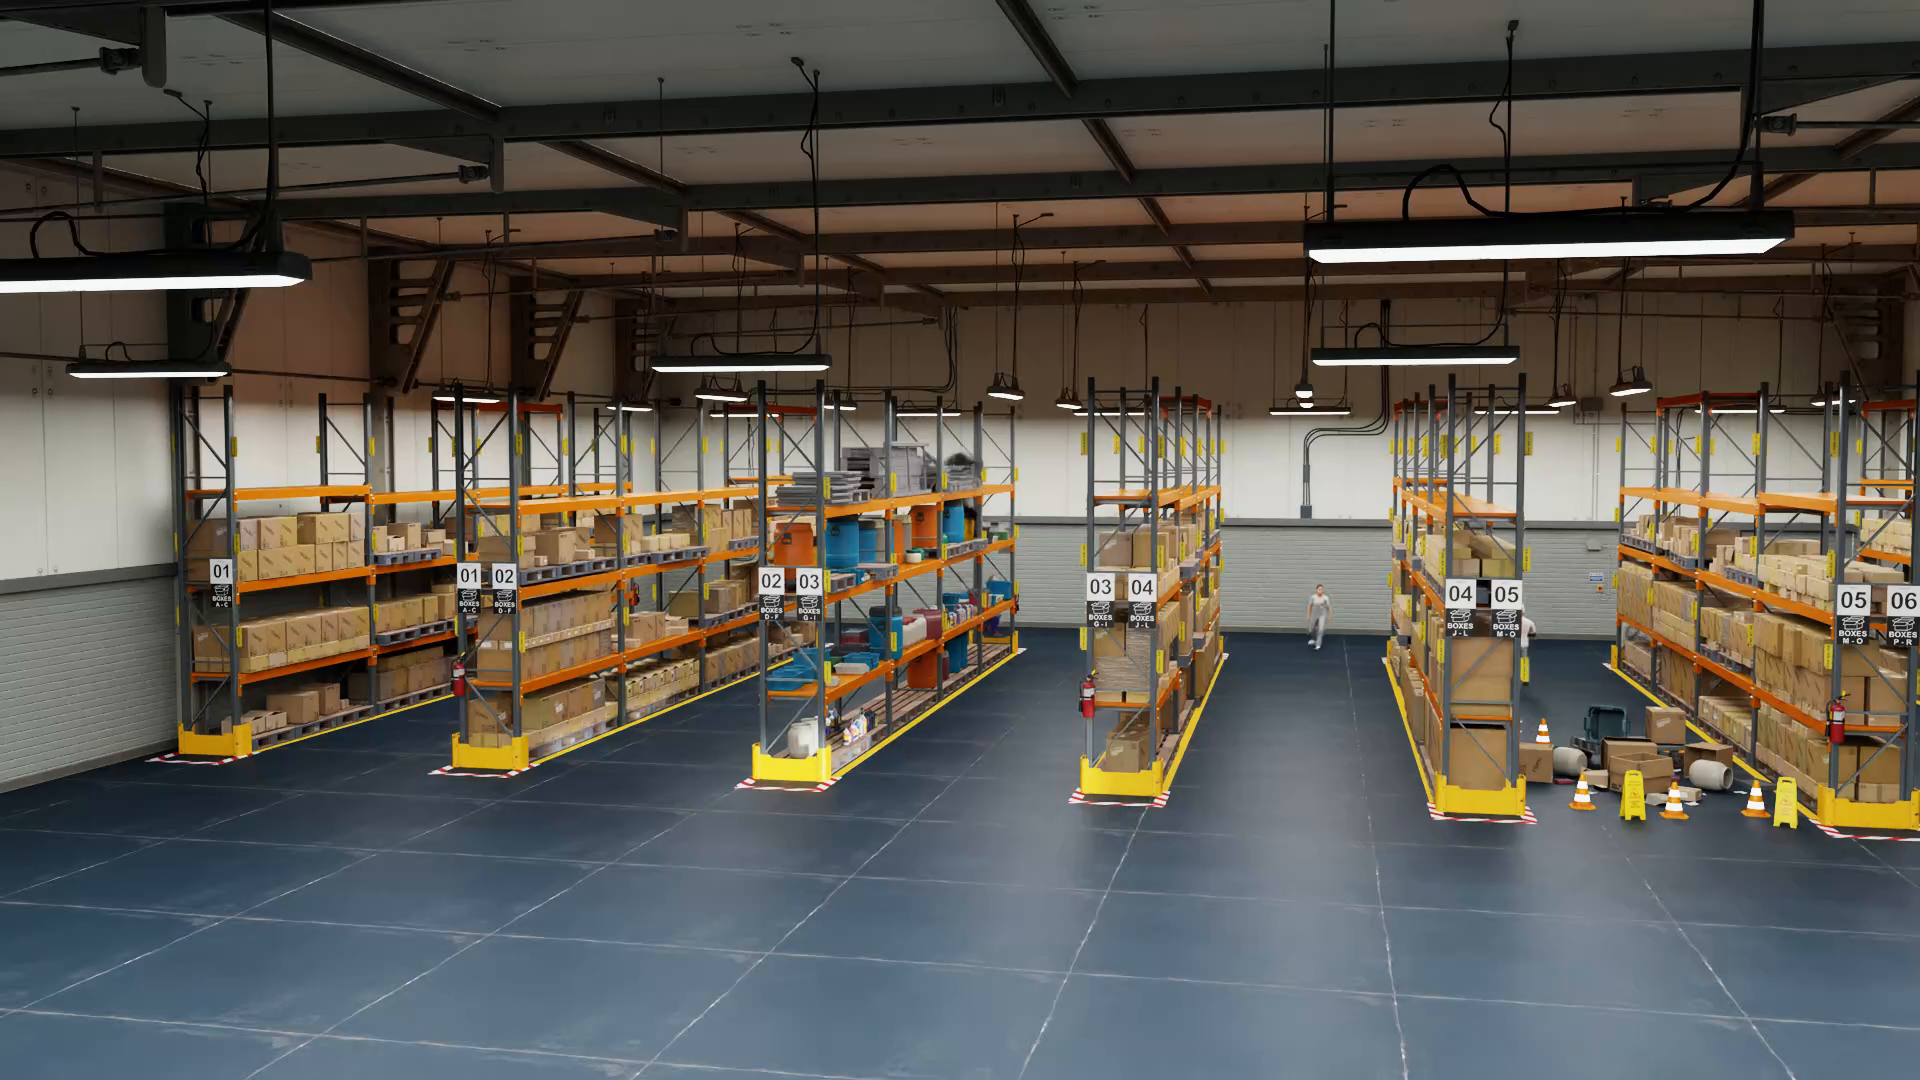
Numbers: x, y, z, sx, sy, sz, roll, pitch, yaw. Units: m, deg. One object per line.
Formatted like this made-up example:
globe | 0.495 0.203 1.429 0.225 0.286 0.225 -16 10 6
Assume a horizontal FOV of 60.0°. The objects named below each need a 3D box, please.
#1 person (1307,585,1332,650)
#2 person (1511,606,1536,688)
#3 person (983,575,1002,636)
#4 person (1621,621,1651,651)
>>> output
person | 8.932 1.892 41.244 0.614 1.611 0.681 1 3 18
person | 11.521 2.202 34.293 0.698 1.747 0.931 0 3 8
person | 0.811 1.732 44.152 0.661 1.623 0.599 2 4 27
person | 16.218 1.845 40.114 0.971 1.768 0.663 0 3 -4
